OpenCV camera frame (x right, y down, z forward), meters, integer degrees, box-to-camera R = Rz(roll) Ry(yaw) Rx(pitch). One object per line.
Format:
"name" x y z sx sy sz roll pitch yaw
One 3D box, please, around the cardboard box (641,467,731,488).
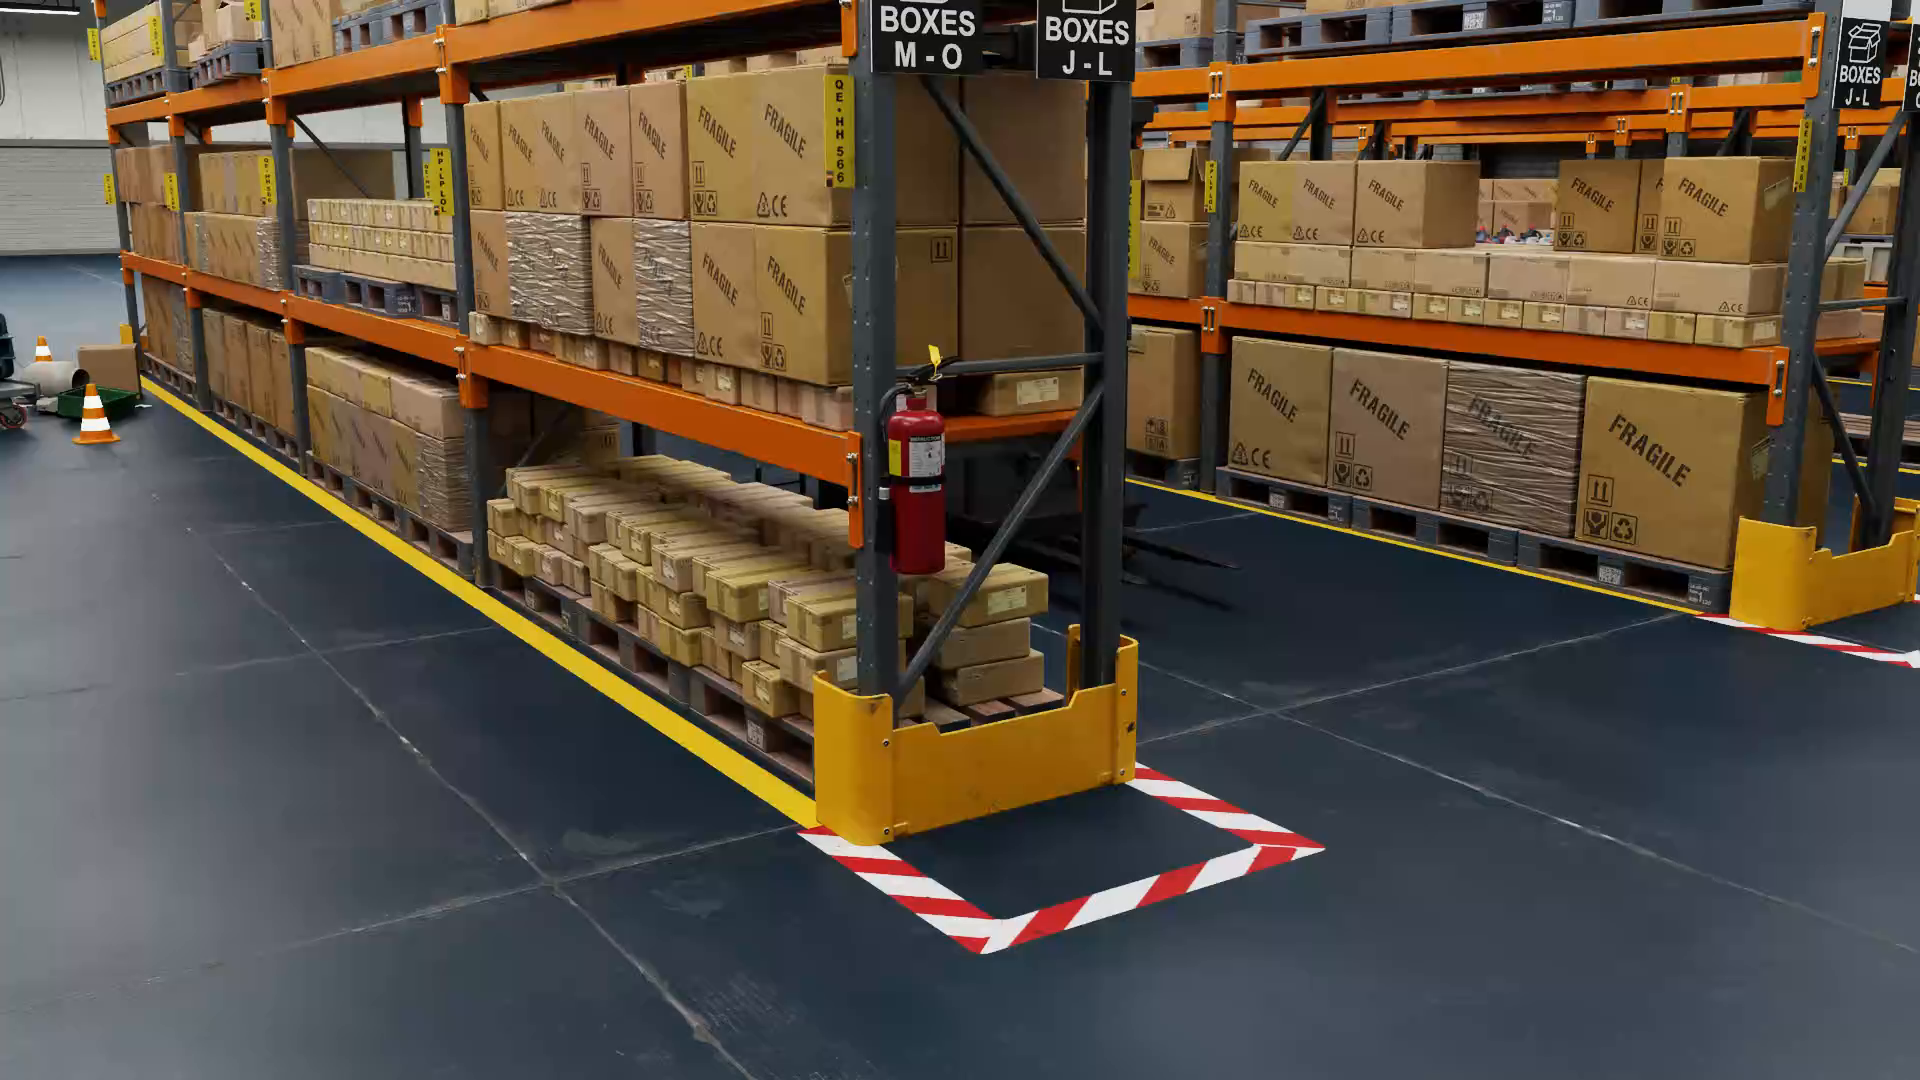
"cardboard box" -1.370 -0.258 8.317 0.380 0.149 0.250 -8 15 -33

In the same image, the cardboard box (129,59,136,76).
"cardboard box" -7.849 -4.589 16.175 0.380 0.149 0.250 -8 15 -33

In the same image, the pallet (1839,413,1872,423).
"pallet" 6.646 -0.938 13.658 1.003 0.211 1.213 -8 15 -33

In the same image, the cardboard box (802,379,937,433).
"cardboard box" -0.302 -0.462 5.540 0.380 0.149 0.250 -8 15 -33

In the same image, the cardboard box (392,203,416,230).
"cardboard box" -3.057 -1.877 9.638 0.380 0.149 0.250 -9 15 -35

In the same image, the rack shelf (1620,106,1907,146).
"rack shelf" 9.224 -4.482 17.998 1.077 0.370 4.000 -8 15 -33

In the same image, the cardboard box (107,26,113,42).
"cardboard box" -8.551 -5.205 17.123 0.380 0.149 0.250 -8 15 -34

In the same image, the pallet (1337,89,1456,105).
"pallet" 4.333 -4.364 16.215 1.003 0.211 1.213 -8 15 -33

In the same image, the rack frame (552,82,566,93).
"rack frame" -4.565 -6.905 20.375 1.000 3.000 0.127 -8 15 -33

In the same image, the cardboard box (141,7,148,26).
"cardboard box" -7.281 -4.797 15.261 0.380 0.149 0.250 -8 15 -33

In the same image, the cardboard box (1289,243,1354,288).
"cardboard box" 2.397 -1.709 10.310 0.500 0.250 0.500 -8 15 -33

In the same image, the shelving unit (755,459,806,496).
"shelving unit" -0.943 -0.945 10.671 0.431 1.500 0.755 -11 17 -42

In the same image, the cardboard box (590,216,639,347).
"cardboard box" -1.187 -1.075 6.825 0.500 0.500 0.500 -7 14 -30

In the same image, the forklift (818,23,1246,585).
"forklift" 0.332 -1.318 9.026 1.130 2.935 3.031 -8 14 -31

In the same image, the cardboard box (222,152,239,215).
"cardboard box" -5.688 -2.963 13.814 0.700 0.500 0.500 -8 15 -32

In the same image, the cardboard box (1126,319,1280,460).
"cardboard box" 1.712 -1.119 11.948 1.225 0.875 0.875 -8 15 -33

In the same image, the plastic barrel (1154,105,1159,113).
"plastic barrel" 2.236 -5.495 19.773 0.600 0.901 0.708 -8 15 -33

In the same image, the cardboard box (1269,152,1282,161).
"cardboard box" 4.814 -5.464 24.554 0.700 0.500 0.500 -8 15 -33

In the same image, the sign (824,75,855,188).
"sign" -0.359 -1.218 4.959 0.100 0.325 0.005 -8 15 -33

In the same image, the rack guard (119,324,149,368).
"rack guard" -8.764 -2.189 18.700 1.175 0.500 0.348 -8 15 -33

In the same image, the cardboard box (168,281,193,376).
"cardboard box" -7.327 -2.141 16.623 0.875 0.875 0.875 -8 15 -32

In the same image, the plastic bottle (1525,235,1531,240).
"plastic bottle" 5.356 -2.739 15.665 0.097 0.271 0.097 0 12 0

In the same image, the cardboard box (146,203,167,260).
"cardboard box" -7.650 -3.119 16.752 0.875 0.550 0.500 -8 15 -33

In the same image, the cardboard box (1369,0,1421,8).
"cardboard box" 2.861 -3.380 9.826 0.700 0.500 0.500 -7 14 -30

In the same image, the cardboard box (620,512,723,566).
"cardboard box" -1.239 -0.008 7.173 0.380 0.149 0.250 -8 15 -32

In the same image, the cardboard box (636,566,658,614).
"cardboard box" -1.129 0.192 6.958 0.380 0.149 0.250 -7 14 -30

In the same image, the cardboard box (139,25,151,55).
"cardboard box" -7.301 -4.633 15.441 0.500 0.250 0.500 -8 15 -33

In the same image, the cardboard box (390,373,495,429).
"cardboard box" -2.999 -0.817 9.690 0.500 0.250 0.500 -7 14 -30

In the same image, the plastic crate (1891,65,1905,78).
"plastic crate" 7.228 -3.582 12.817 0.293 0.136 0.466 -8 15 -33

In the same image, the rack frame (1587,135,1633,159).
"rack frame" 10.022 -5.022 25.806 1.000 3.000 0.127 -8 15 -33

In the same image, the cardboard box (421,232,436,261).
"cardboard box" -2.769 -1.638 9.238 0.380 0.149 0.250 -7 14 -30

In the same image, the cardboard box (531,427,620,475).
"cardboard box" -2.291 -0.418 9.621 0.500 0.500 0.500 -7 14 -31

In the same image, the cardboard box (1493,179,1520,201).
"cardboard box" 8.951 -5.551 26.775 0.500 0.500 0.500 -9 15 -34

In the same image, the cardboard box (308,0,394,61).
"cardboard box" -3.659 -3.188 10.161 0.500 0.500 0.500 -8 15 -33

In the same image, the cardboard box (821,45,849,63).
"cardboard box" -0.899 -4.455 14.789 0.500 0.500 0.500 -8 15 -33

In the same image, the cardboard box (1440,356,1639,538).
"cardboard box" 3.374 -0.562 9.403 0.875 0.875 0.875 -8 15 -33

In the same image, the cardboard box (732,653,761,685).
"cardboard box" -0.652 0.468 6.392 0.380 0.149 0.250 -8 15 -33

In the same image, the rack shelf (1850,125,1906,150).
"rack shelf" 13.346 -5.069 20.683 1.077 0.370 4.000 -8 15 -33

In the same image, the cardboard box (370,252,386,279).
"cardboard box" -3.359 -1.680 10.126 0.380 0.149 0.250 -9 15 -35

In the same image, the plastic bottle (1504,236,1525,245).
"plastic bottle" 5.034 -2.618 15.101 0.152 0.276 0.135 -8 15 -33

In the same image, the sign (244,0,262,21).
"sign" -4.785 -3.675 11.229 0.100 0.325 0.005 -8 15 -33

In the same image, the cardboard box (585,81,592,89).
"cardboard box" -4.208 -5.340 19.658 0.380 0.149 0.250 -7 14 -31

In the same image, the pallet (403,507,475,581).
"pallet" -2.534 -0.047 9.584 1.003 0.211 1.213 -8 15 -33

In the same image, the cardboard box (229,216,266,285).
"cardboard box" -5.343 -2.258 12.930 0.500 0.500 0.500 -8 15 -34

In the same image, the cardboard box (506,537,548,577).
"cardboard box" -2.020 0.066 8.227 0.380 0.149 0.250 -8 14 -31

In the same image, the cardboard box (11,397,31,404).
"cardboard box" -9.020 -1.446 15.853 0.396 0.266 0.258 -5 13 -23

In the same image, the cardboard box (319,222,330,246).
"cardboard box" -4.065 -2.053 11.136 0.380 0.149 0.250 -7 14 -30

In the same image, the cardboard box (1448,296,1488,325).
"cardboard box" 2.981 -1.303 9.385 0.380 0.149 0.250 -8 15 -32

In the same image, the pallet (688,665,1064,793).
"pallet" -0.348 0.640 6.441 1.003 0.211 1.213 -8 15 -33

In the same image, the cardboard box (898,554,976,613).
"cardboard box" -0.146 0.169 6.366 0.380 0.149 0.250 -8 15 -32

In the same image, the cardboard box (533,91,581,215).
"cardboard box" -1.501 -1.661 7.166 0.500 0.500 0.500 -8 15 -32

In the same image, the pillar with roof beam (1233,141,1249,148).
"pillar with roof beam" 2.005 -9.200 30.866 9.100 9.000 0.400 -8 15 -33

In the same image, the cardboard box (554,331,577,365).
"cardboard box" -1.590 -0.880 7.450 0.380 0.149 0.250 -8 15 -32

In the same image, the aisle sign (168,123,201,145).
"aisle sign" -8.540 -4.724 18.356 0.394 0.787 0.004 -8 15 -33

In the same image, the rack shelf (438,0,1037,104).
"rack shelf" -0.994 -2.030 6.784 1.077 0.370 4.000 -8 15 -33
